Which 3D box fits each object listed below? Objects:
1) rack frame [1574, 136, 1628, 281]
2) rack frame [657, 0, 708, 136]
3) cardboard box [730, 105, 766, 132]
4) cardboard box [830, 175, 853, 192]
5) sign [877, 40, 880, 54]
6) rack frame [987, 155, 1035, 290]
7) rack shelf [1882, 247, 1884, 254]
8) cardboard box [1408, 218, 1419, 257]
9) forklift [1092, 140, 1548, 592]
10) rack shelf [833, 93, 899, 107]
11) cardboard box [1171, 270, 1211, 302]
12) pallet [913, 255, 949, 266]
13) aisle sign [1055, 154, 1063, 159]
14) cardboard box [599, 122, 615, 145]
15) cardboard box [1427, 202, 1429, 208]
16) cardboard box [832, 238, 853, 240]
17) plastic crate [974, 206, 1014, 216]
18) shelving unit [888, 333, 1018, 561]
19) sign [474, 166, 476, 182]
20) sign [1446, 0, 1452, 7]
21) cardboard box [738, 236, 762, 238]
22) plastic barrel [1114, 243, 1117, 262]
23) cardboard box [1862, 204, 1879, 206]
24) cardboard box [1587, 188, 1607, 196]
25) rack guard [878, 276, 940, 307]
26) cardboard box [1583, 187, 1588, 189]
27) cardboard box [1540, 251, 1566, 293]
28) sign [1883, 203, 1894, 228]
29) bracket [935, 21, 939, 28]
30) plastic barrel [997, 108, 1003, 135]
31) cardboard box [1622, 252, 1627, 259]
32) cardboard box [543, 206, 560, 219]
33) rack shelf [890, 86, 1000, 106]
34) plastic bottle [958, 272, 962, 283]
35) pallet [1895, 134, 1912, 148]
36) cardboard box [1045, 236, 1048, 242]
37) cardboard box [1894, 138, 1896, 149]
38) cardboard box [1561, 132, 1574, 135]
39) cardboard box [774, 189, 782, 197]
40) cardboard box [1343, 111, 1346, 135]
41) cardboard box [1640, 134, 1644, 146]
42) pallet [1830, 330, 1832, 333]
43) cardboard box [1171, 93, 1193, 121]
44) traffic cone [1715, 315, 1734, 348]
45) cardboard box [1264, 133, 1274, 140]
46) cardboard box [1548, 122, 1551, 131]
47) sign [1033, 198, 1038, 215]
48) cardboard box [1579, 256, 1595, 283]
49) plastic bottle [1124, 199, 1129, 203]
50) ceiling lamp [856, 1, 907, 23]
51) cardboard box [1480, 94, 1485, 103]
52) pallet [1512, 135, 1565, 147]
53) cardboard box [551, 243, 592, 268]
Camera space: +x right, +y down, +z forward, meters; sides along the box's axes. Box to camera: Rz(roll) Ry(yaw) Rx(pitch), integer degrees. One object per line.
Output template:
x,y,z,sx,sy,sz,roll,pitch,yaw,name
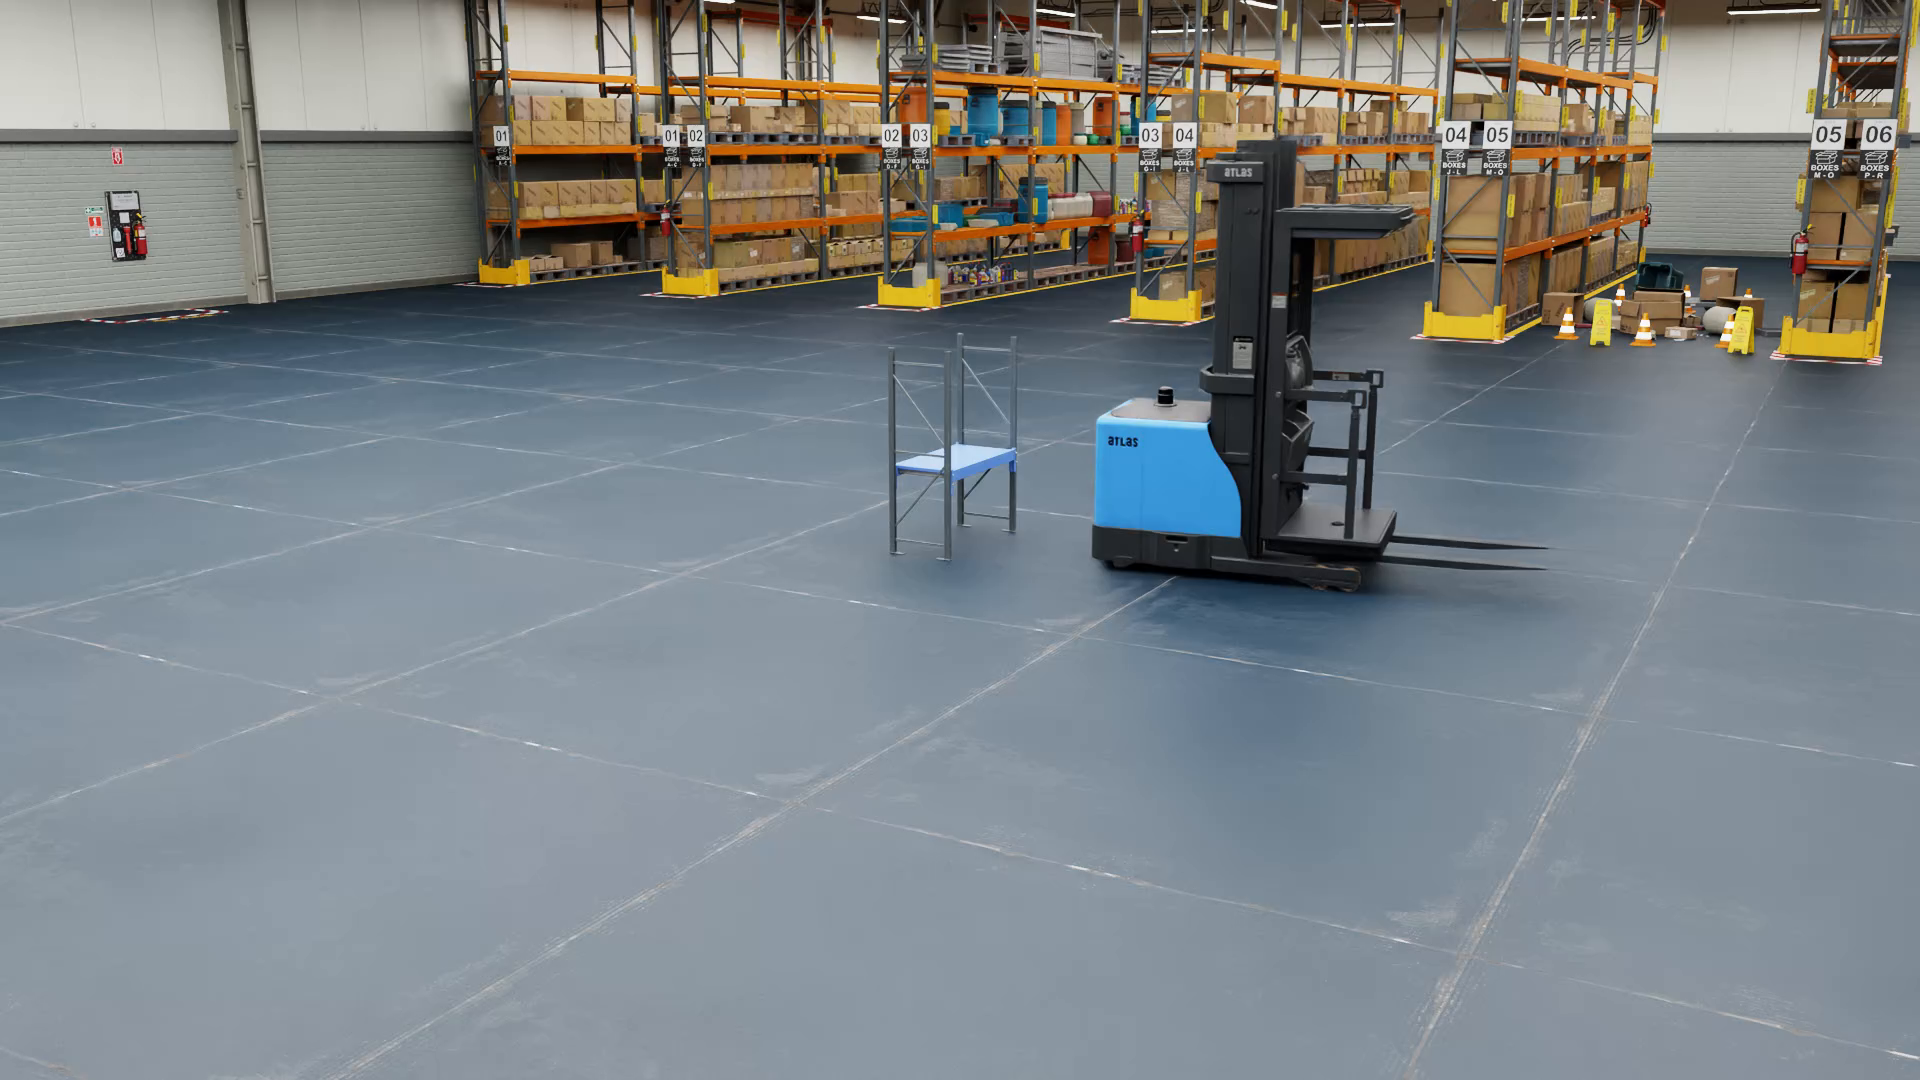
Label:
13.509,-7.035,35.315,1.000,3.000,0.127,7,15,28,rack frame
-5.255,-9.196,31.476,1.000,3.000,0.127,7,15,28,rack frame
-4.213,-8.368,33.035,0.500,0.500,0.500,7,15,28,cardboard box
-3.516,-9.557,45.135,0.980,0.700,0.700,8,16,29,cardboard box
-1.867,-11.389,38.412,0.100,0.325,0.005,7,15,28,sign
1.013,-6.538,33.252,1.000,3.000,0.127,7,15,28,rack frame
14.991,-4.915,28.053,1.077,0.370,4.000,7,15,28,rack shelf
10.470,-7.283,39.980,0.875,0.875,0.875,7,15,28,cardboard box
2.502,-1.216,11.324,3.031,2.935,1.130,5,14,20,forklift
-2.825,-12.084,45.846,1.077,0.370,4.000,7,15,28,rack shelf
3.990,-4.398,28.812,0.500,0.500,0.500,13,19,43,cardboard box
-0.994,-6.714,39.932,1.003,0.211,1.213,7,15,28,pallet
2.781,-10.805,45.405,0.394,0.787,0.004,7,15,28,aisle sign
-7.943,-8.943,36.572,0.500,0.500,0.500,6,15,23,cardboard box
11.266,-8.206,40.708,0.380,0.149,0.250,8,16,29,cardboard box
-2.641,-6.668,37.565,0.500,0.311,0.500,7,15,27,cardboard box
0.648,-6.415,32.874,0.767,0.338,0.504,7,15,28,plastic crate
-0.041,-0.712,12.285,0.538,1.500,1.048,7,15,28,shelving unit
-10.069,-7.623,34.609,0.100,0.325,0.005,7,15,28,sign
7.240,-8.047,24.549,0.100,0.325,0.005,7,15,28,sign
-4.303,-6.067,34.670,0.500,0.500,0.500,7,15,28,cardboard box
3.363,-6.582,37.845,0.421,0.512,0.421,0,14,0,plastic barrel
14.027,-4.928,25.725,0.500,0.500,0.500,7,15,27,cardboard box
12.982,-7.090,33.913,0.380,0.149,0.250,7,15,26,cardboard box
-0.925,-4.523,30.228,1.175,0.500,0.348,7,15,28,rack guard
13.496,-7.360,35.813,0.500,0.500,0.500,7,15,28,cardboard box
10.333,-4.840,30.112,1.050,0.750,0.750,7,15,28,cardboard box
12.565,-4.393,22.507,0.100,0.325,0.005,7,15,28,sign
-0.799,-15.485,49.886,0.235,0.232,0.430,7,15,28,bracket
0.633,-8.188,32.564,0.421,0.512,0.421,0,14,0,plastic barrel
14.558,-6.306,36.842,0.380,0.149,0.250,7,15,28,cardboard box
-8.841,-6.949,35.234,0.500,0.250,0.500,7,15,26,cardboard box
-0.421,-10.703,40.117,1.077,0.370,4.000,7,15,28,rack shelf
0.000,-5.104,32.336,0.097,0.201,0.097,0,14,0,plastic bottle
14.415,-6.335,26.413,1.213,0.211,1.003,7,15,28,pallet
2.158,-8.186,45.195,0.380,0.166,0.250,7,15,28,cardboard box
12.535,-5.401,22.671,0.380,0.149,0.250,7,15,28,cardboard box
11.629,-7.867,32.154,0.500,0.500,0.500,7,15,28,cardboard box
-3.880,-7.123,34.083,0.380,0.149,0.250,8,16,30,cardboard box
7.854,-8.829,35.245,0.500,0.500,0.500,8,16,31,cardboard box
14.723,-8.801,36.559,0.500,0.250,0.500,8,16,31,cardboard box
12.550,-2.856,23.929,1.003,0.211,1.213,7,15,28,pallet
3.943,-7.397,28.502,0.500,0.500,0.500,7,15,28,cardboard box
11.169,-3.034,24.133,0.336,0.463,0.334,7,15,28,traffic cone
5.357,-7.239,30.080,0.500,0.250,0.500,8,16,30,cardboard box
9.377,-6.715,27.011,0.380,0.149,0.250,7,15,28,cardboard box
1.489,-6.608,32.952,0.100,0.325,0.005,7,15,28,sign
12.141,-5.320,32.637,0.500,0.500,0.500,7,15,26,cardboard box
3.875,-7.877,39.072,0.152,0.276,0.135,7,15,28,plastic bottle
-1.739,-14.567,41.300,0.800,3.185,2.000,7,15,28,ceiling lamp
7.820,-6.761,25.503,0.380,0.149,0.250,8,16,29,cardboard box
10.042,-6.953,28.982,0.805,0.209,1.217,7,15,26,pallet
-8.506,-6.232,36.378,0.700,0.500,0.500,6,15,25,cardboard box
